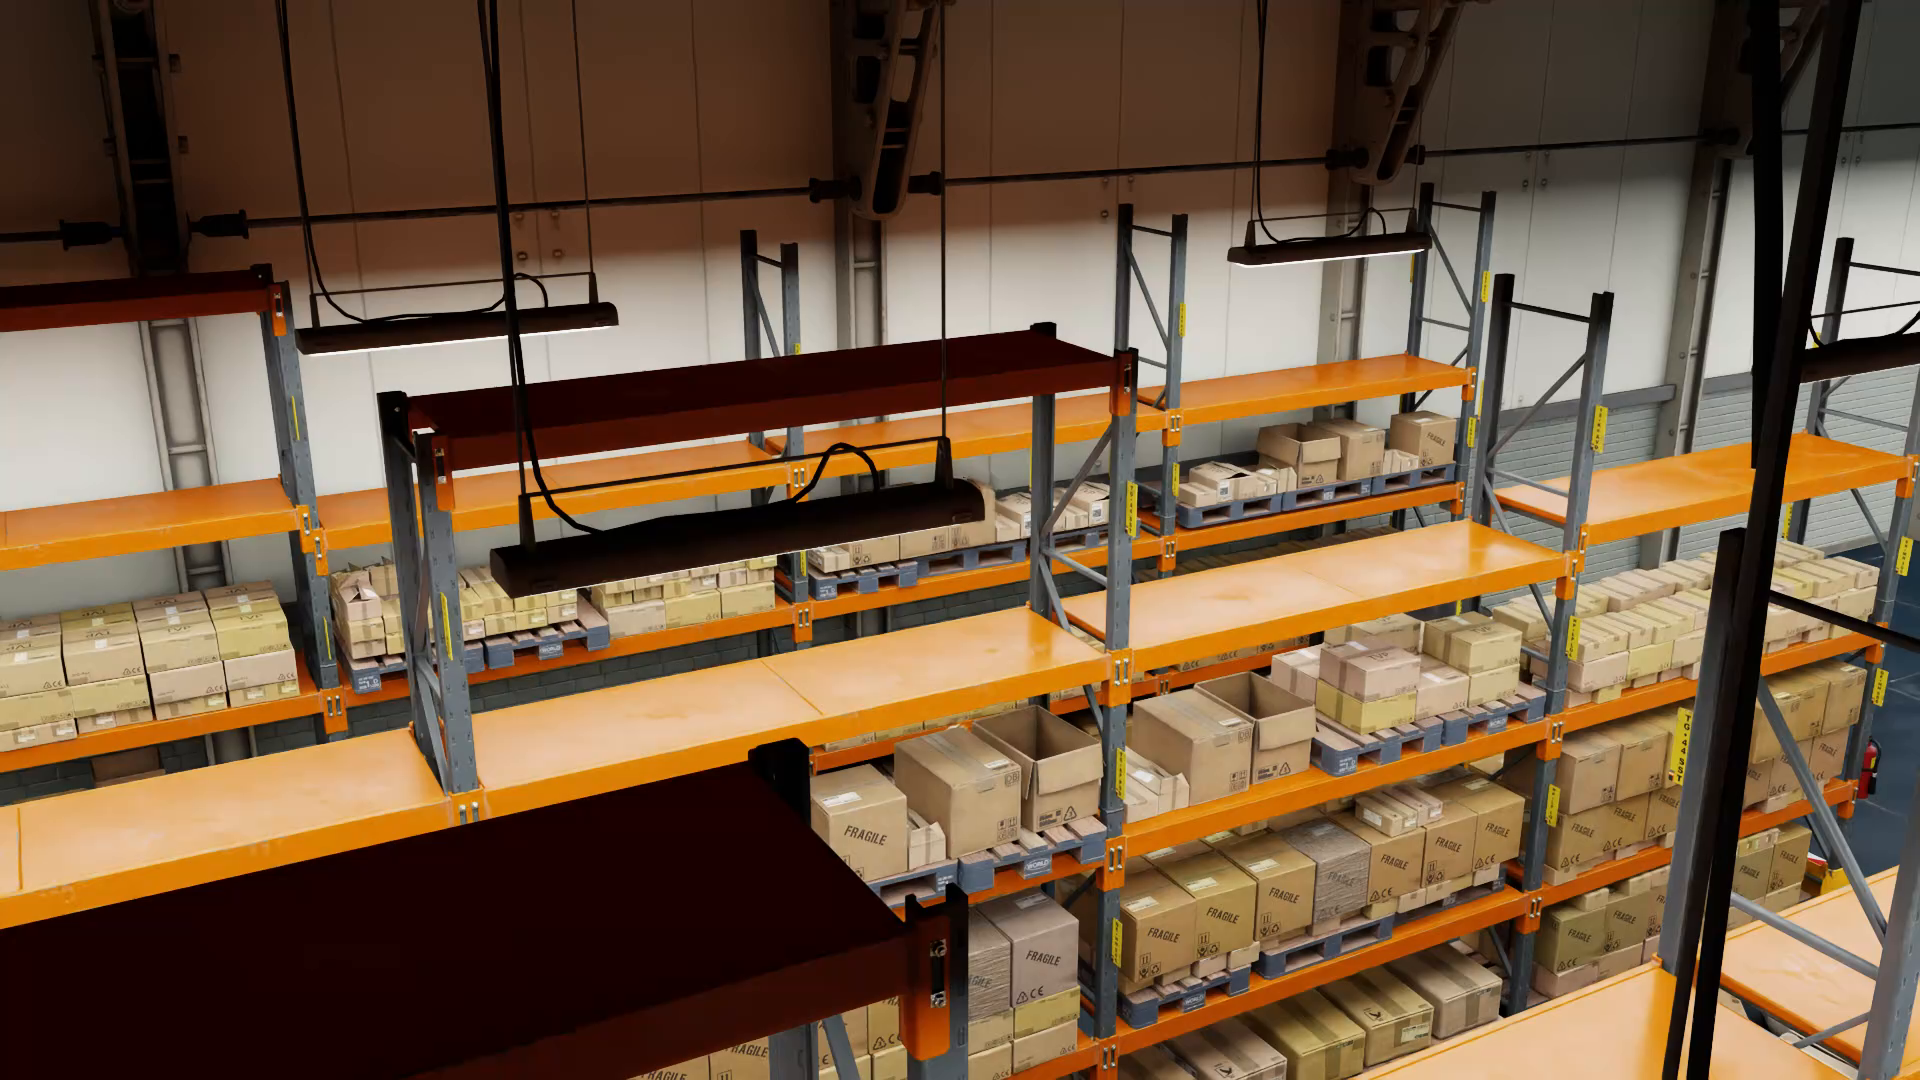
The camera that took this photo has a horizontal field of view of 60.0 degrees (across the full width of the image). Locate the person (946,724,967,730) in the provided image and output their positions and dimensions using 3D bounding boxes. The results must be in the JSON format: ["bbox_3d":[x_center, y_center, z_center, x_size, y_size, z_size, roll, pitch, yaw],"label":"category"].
[{"bbox_3d":[0.014,2.440,14.867,0.583,1.667,0.617,-13,22,-33],"label":"person"}]
